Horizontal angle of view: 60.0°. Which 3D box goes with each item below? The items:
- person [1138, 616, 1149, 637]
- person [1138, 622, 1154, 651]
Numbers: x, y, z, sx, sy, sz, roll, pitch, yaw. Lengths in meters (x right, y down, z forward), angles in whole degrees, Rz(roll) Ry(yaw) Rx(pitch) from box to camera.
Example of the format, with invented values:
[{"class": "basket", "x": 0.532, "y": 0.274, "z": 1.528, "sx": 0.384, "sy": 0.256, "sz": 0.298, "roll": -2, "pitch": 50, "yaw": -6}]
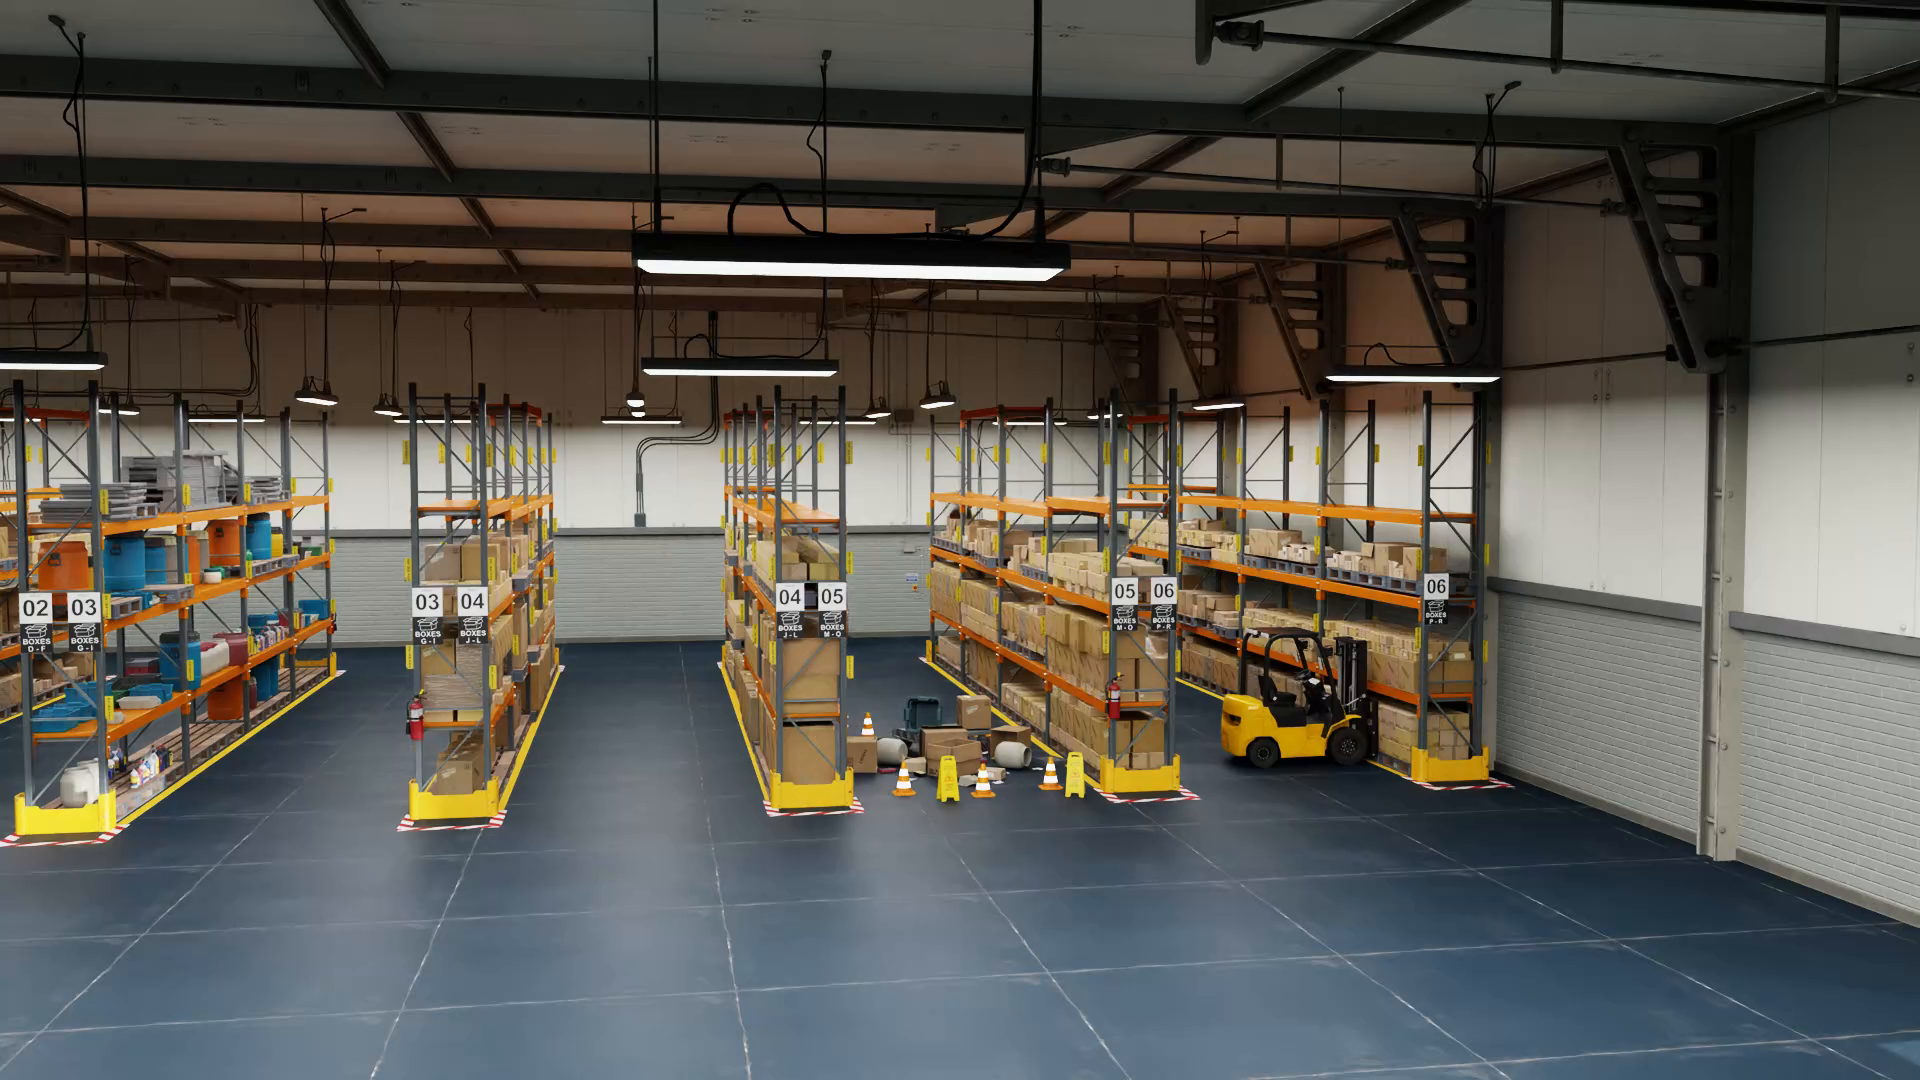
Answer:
[{"class": "person", "x": 3.816, "y": 2.400, "z": 35.584, "sx": 0.462, "sy": 1.571, "sz": 0.841, "roll": -1, "pitch": 3, "yaw": -26}, {"class": "person", "x": 3.448, "y": 2.485, "z": 32.259, "sx": 0.567, "sy": 1.815, "sz": 0.672, "roll": -1, "pitch": 3, "yaw": -16}]
